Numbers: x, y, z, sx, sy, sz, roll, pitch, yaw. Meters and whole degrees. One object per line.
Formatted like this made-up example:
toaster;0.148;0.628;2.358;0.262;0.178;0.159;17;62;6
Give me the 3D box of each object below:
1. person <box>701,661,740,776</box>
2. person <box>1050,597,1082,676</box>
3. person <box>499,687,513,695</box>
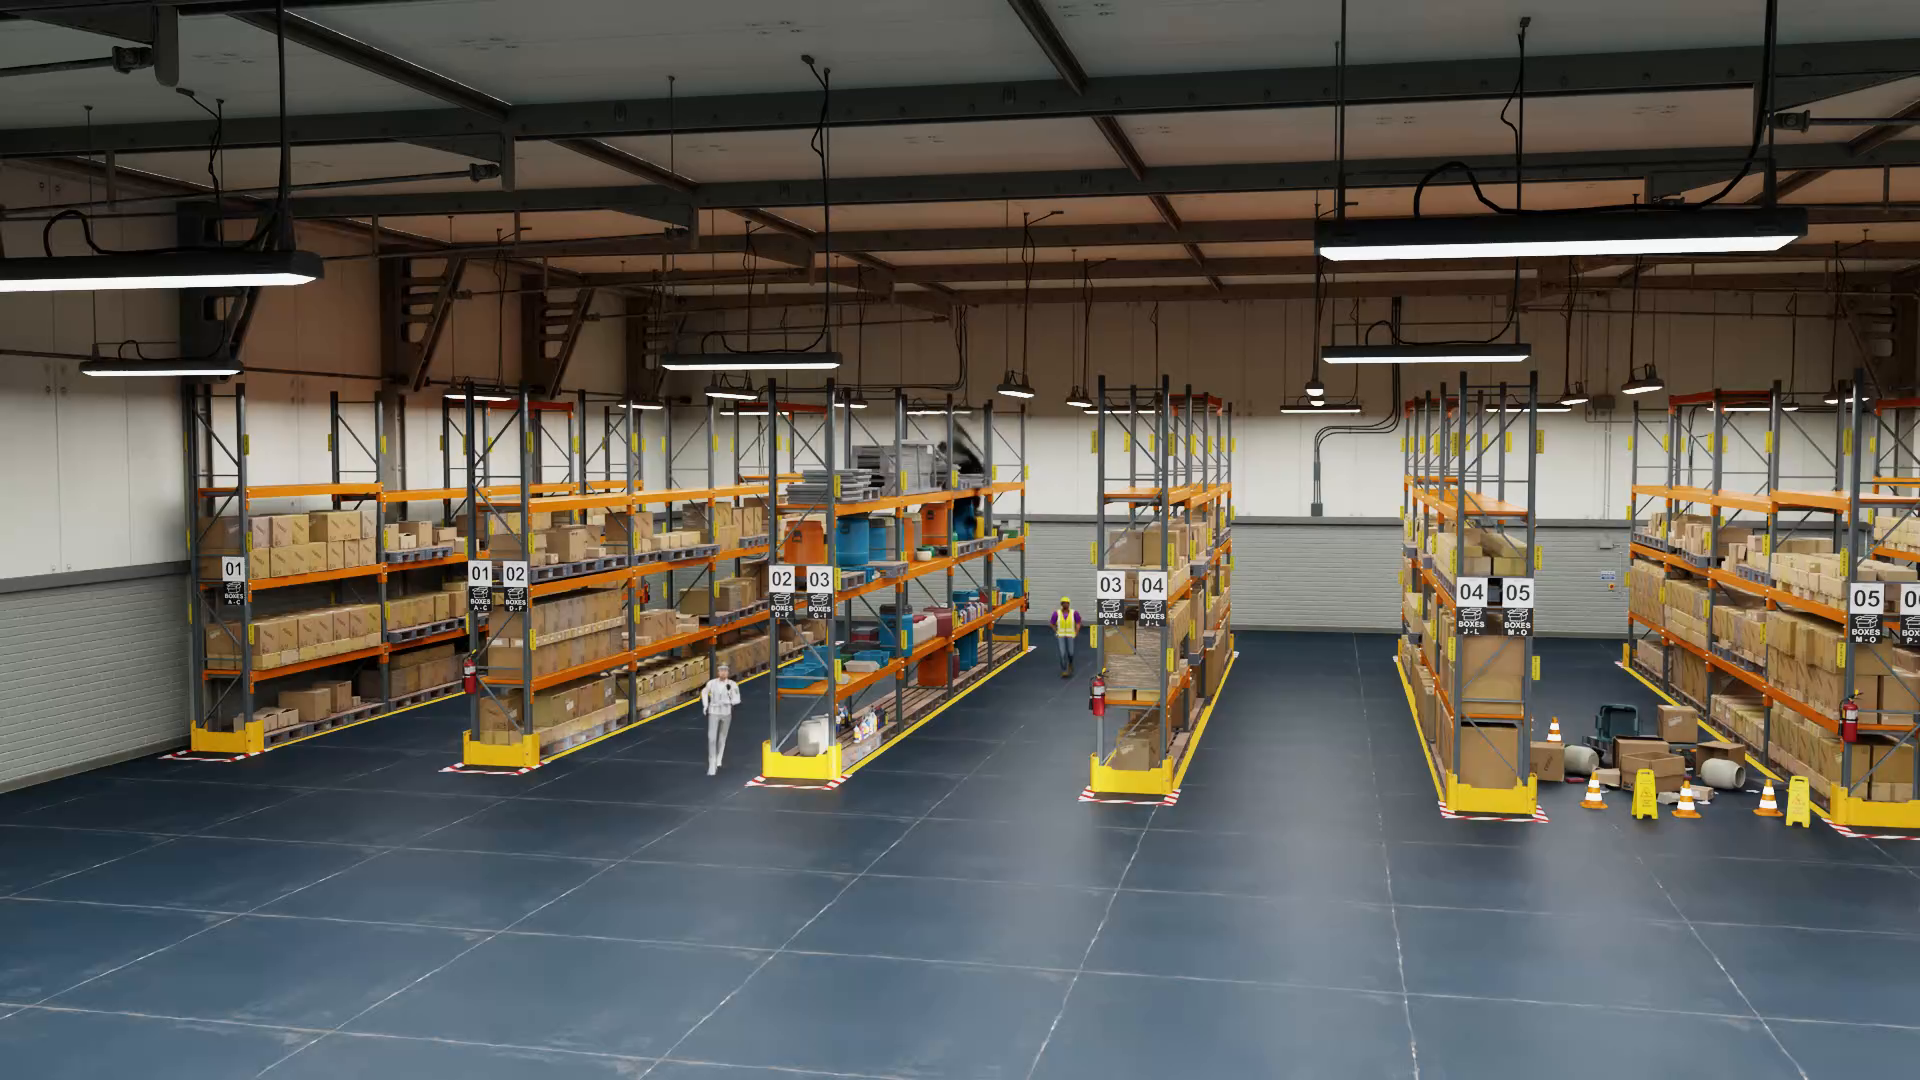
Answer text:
person;-3.659;2.714;25.471;0.589;1.726;0.675;-1;3;-9
person;2.280;2.087;35.861;0.692;1.720;0.591;0;3;3
person;-8.042;2.485;29.623;0.552;1.639;0.933;0;3;7
